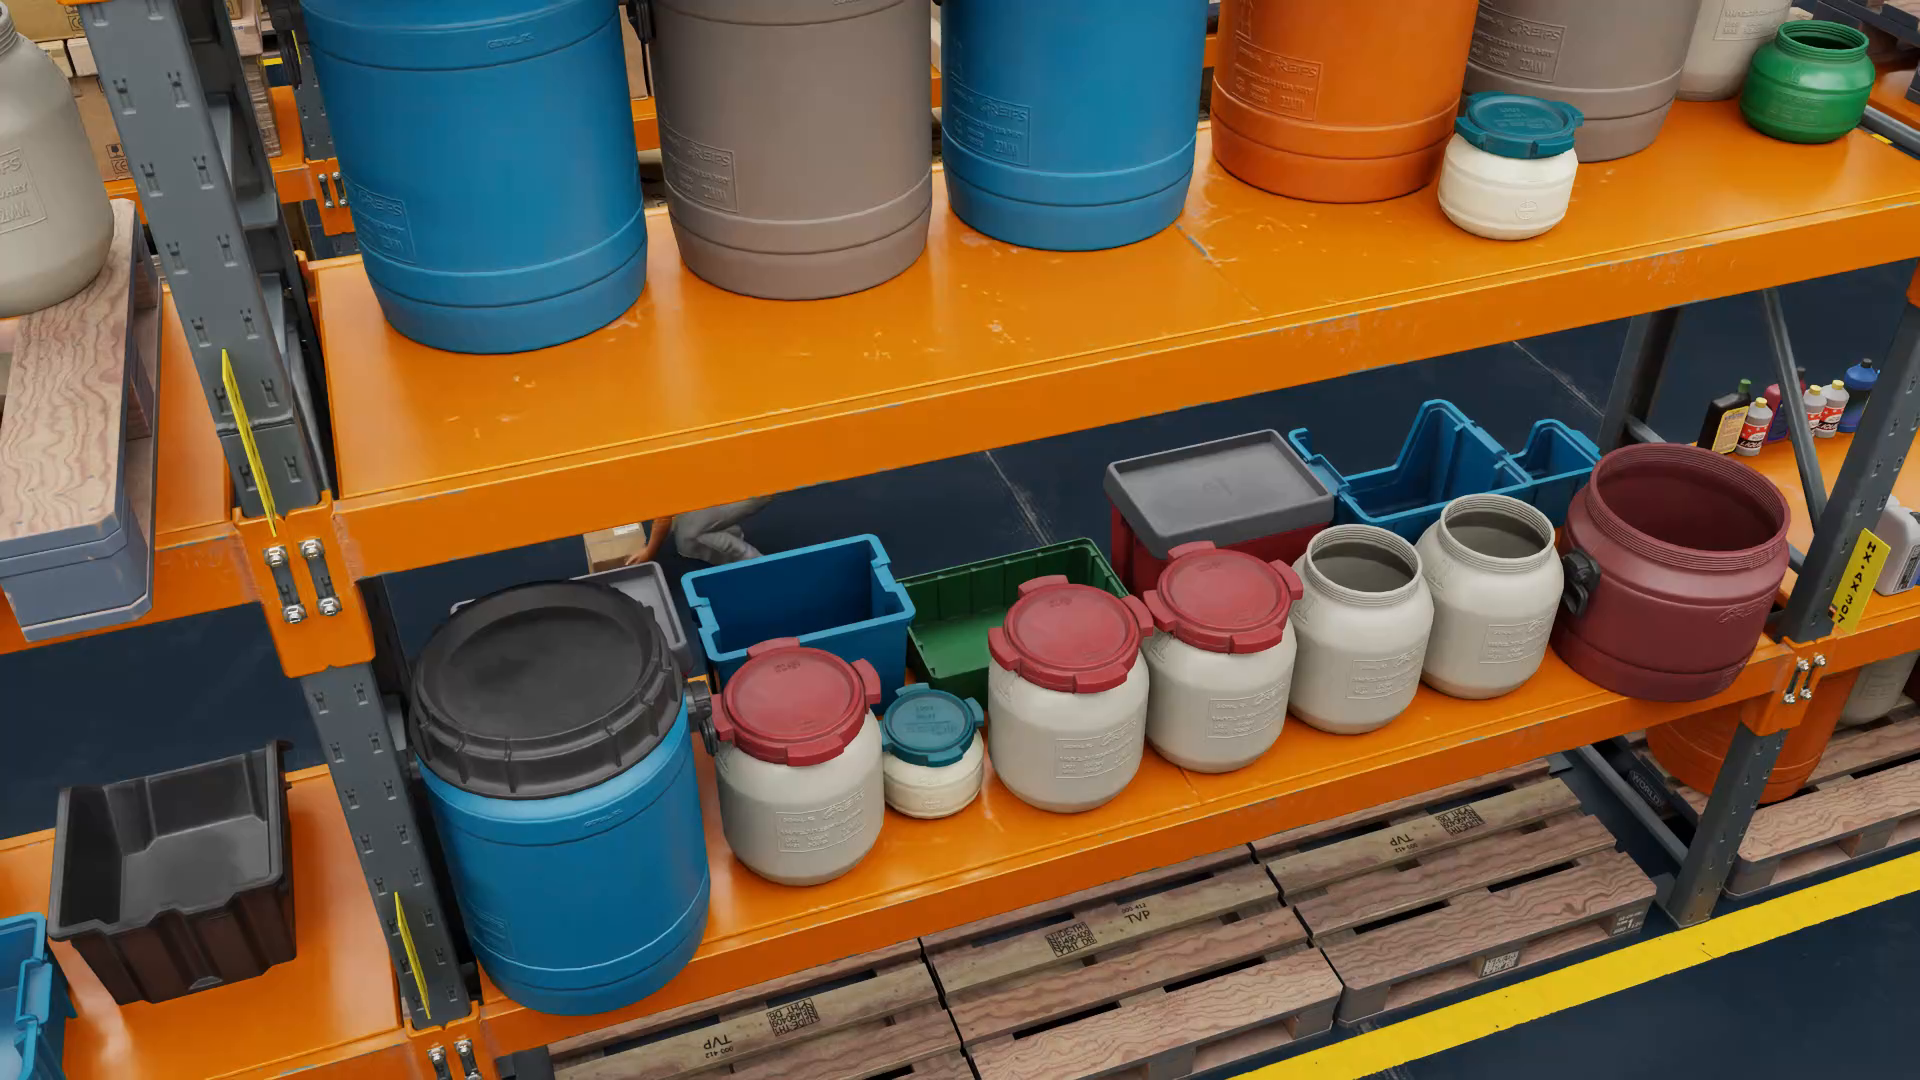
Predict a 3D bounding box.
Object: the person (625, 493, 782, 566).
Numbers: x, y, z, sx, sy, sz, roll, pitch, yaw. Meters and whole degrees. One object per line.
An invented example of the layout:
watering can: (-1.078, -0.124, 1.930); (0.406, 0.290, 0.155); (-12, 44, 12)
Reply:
person: (-1.105, -0.259, 7.035); (0.846, 0.992, 0.522); (-13, 40, -16)
